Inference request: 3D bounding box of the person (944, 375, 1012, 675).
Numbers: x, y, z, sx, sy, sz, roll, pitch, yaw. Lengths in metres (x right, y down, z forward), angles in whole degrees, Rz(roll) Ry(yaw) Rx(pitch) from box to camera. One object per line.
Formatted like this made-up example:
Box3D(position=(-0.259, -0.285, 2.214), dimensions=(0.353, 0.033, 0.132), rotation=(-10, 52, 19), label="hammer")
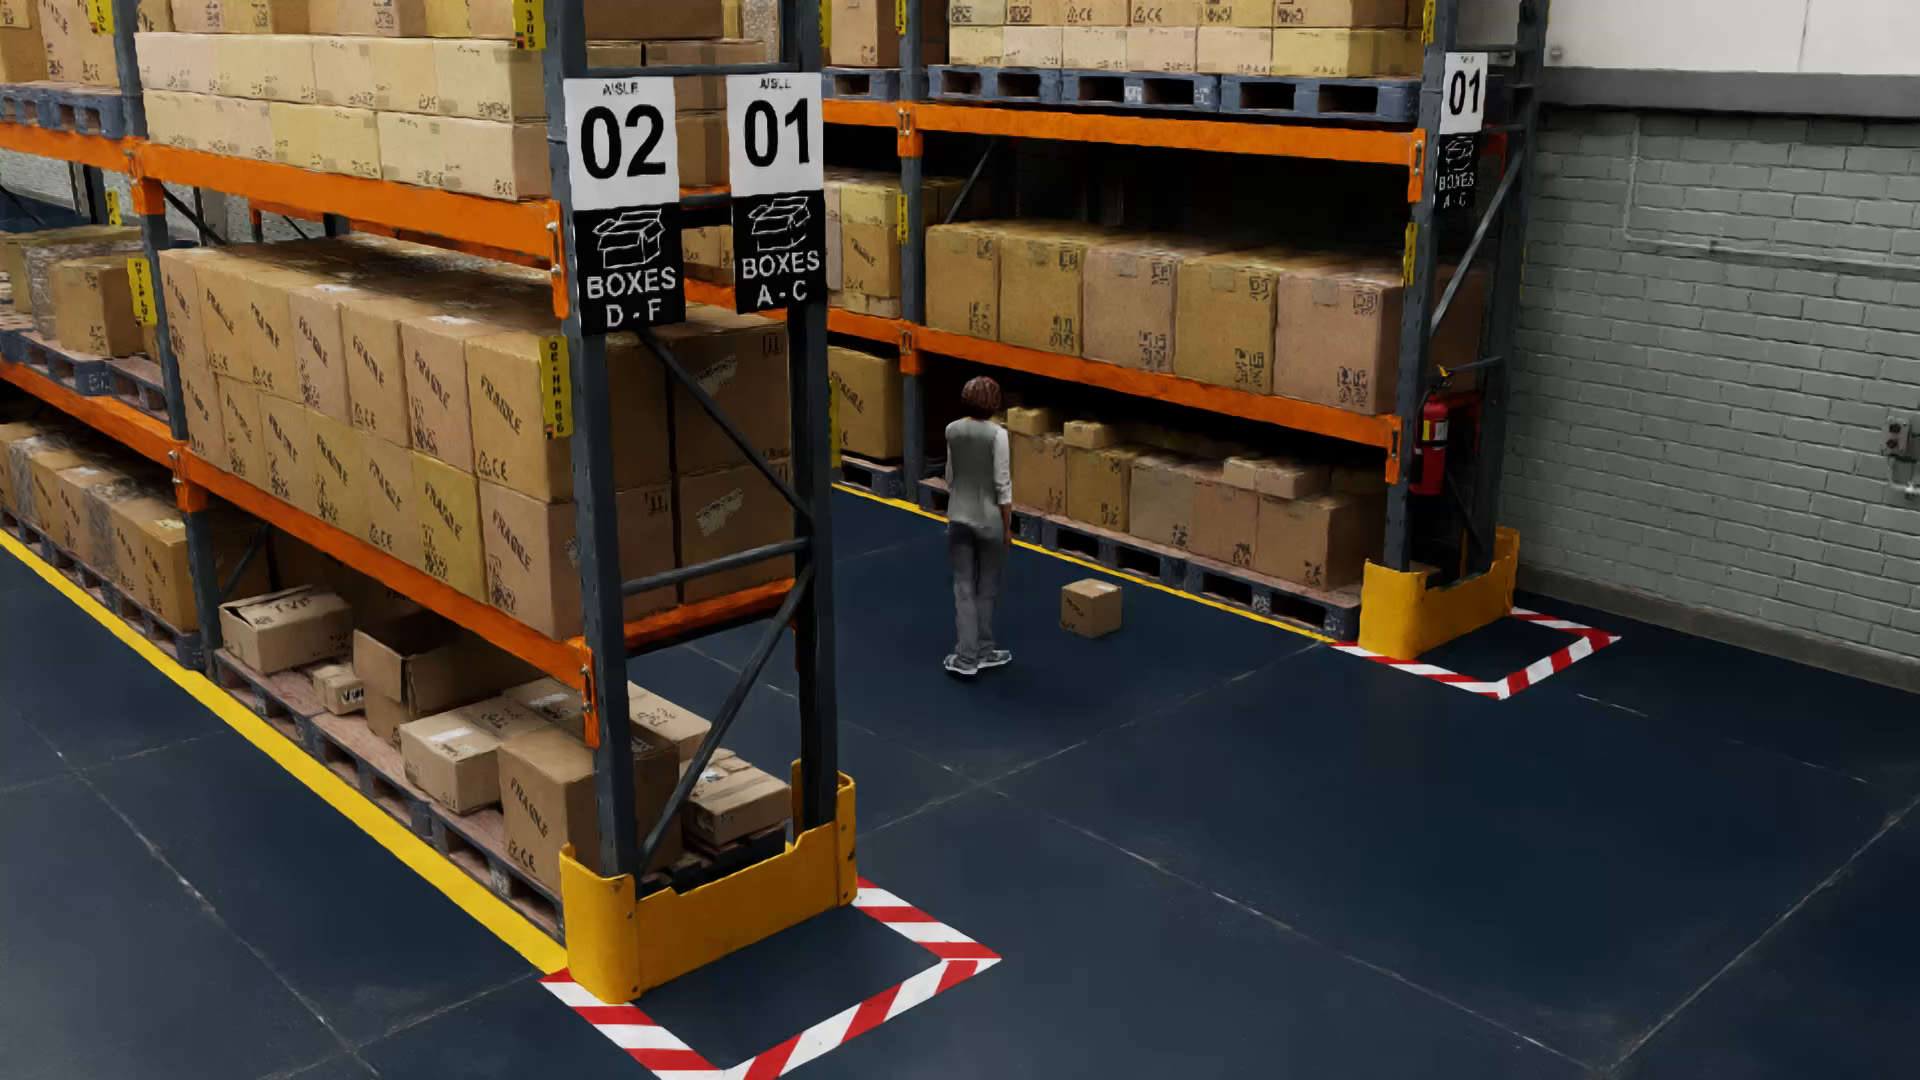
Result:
Box3D(position=(0.079, -0.066, 8.756), dimensions=(0.420, 1.605, 0.448), rotation=(8, 19, 23), label="person")
